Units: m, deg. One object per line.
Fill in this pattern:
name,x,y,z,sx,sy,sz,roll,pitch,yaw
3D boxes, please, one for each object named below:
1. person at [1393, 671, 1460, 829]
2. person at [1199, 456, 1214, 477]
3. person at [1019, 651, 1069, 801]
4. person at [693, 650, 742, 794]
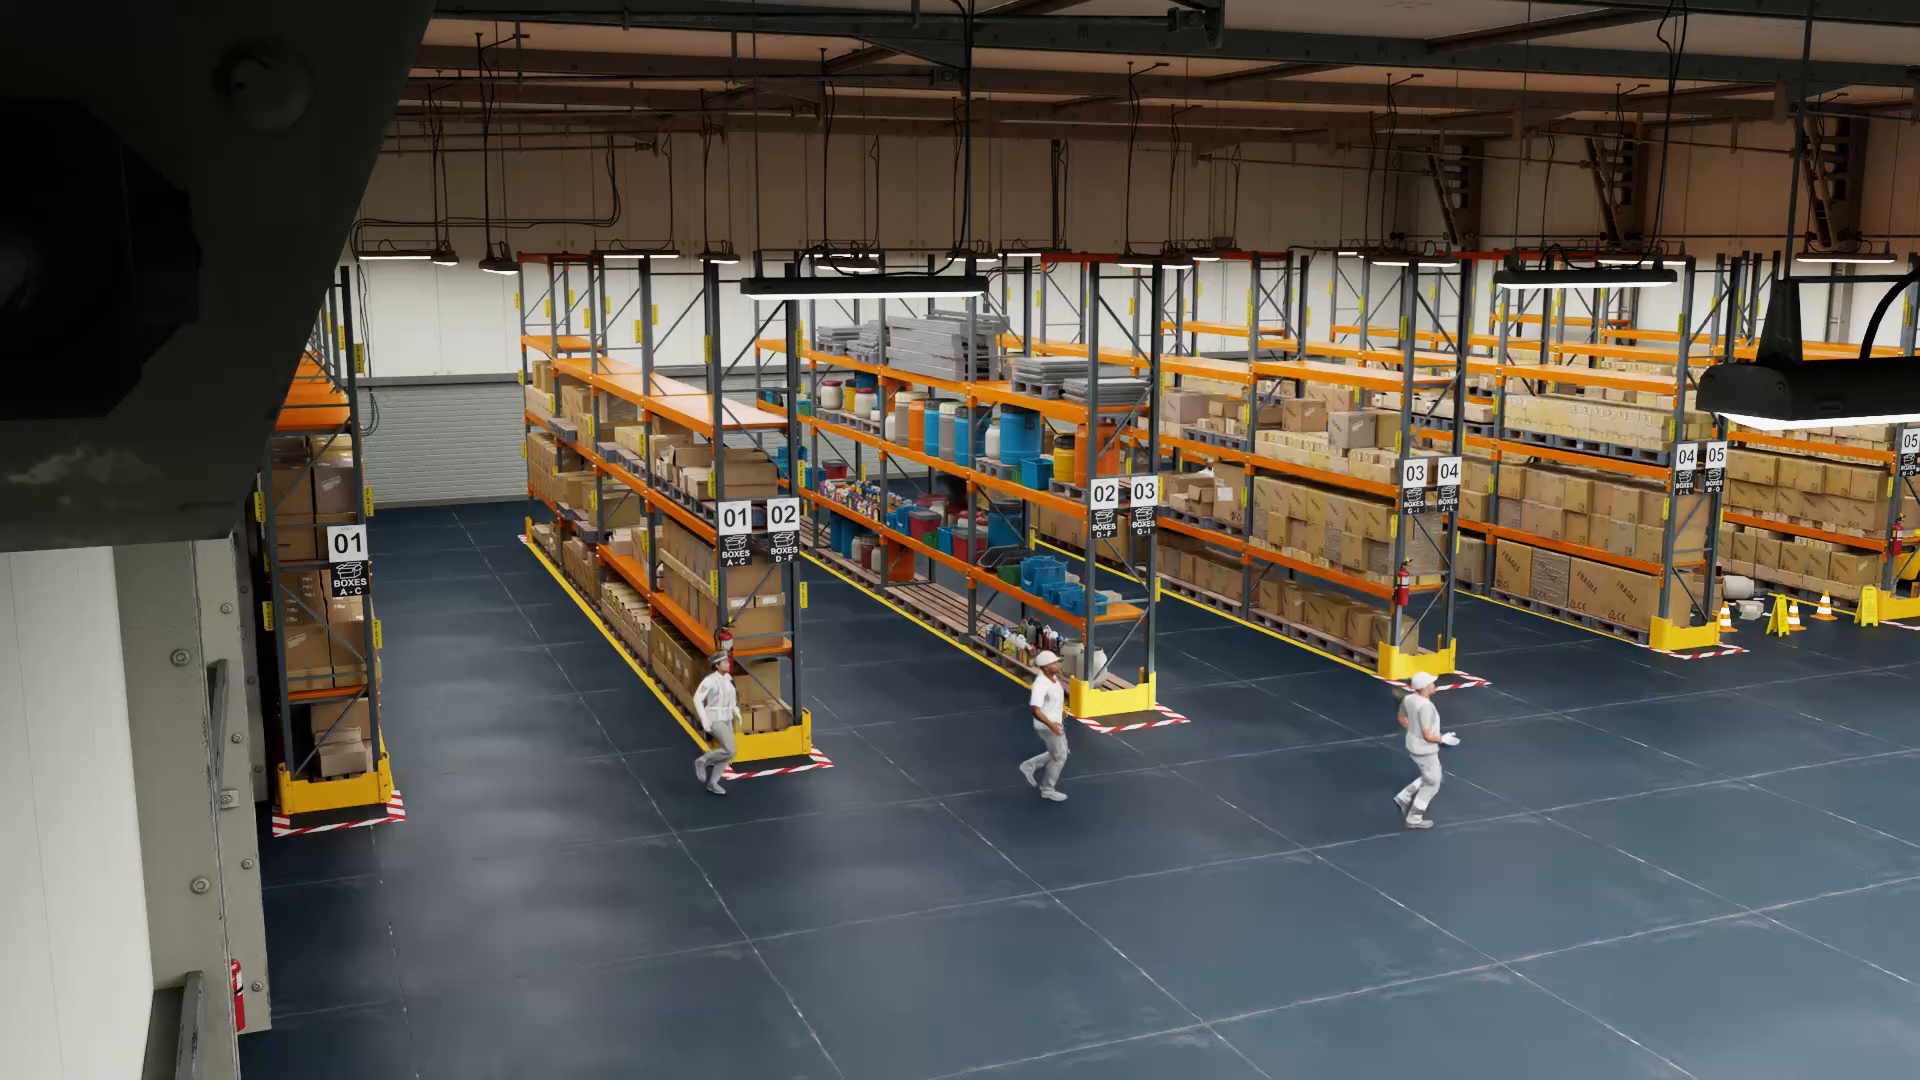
person,5.004,2.253,17.869,0.601,1.740,0.649,-1,10,-3
person,5.371,-0.974,35.700,0.595,1.659,0.945,-4,11,-22
person,0.949,2.091,18.857,0.561,1.732,0.693,2,11,10
person,-2.733,2.074,19.203,0.487,1.619,0.639,5,12,27
